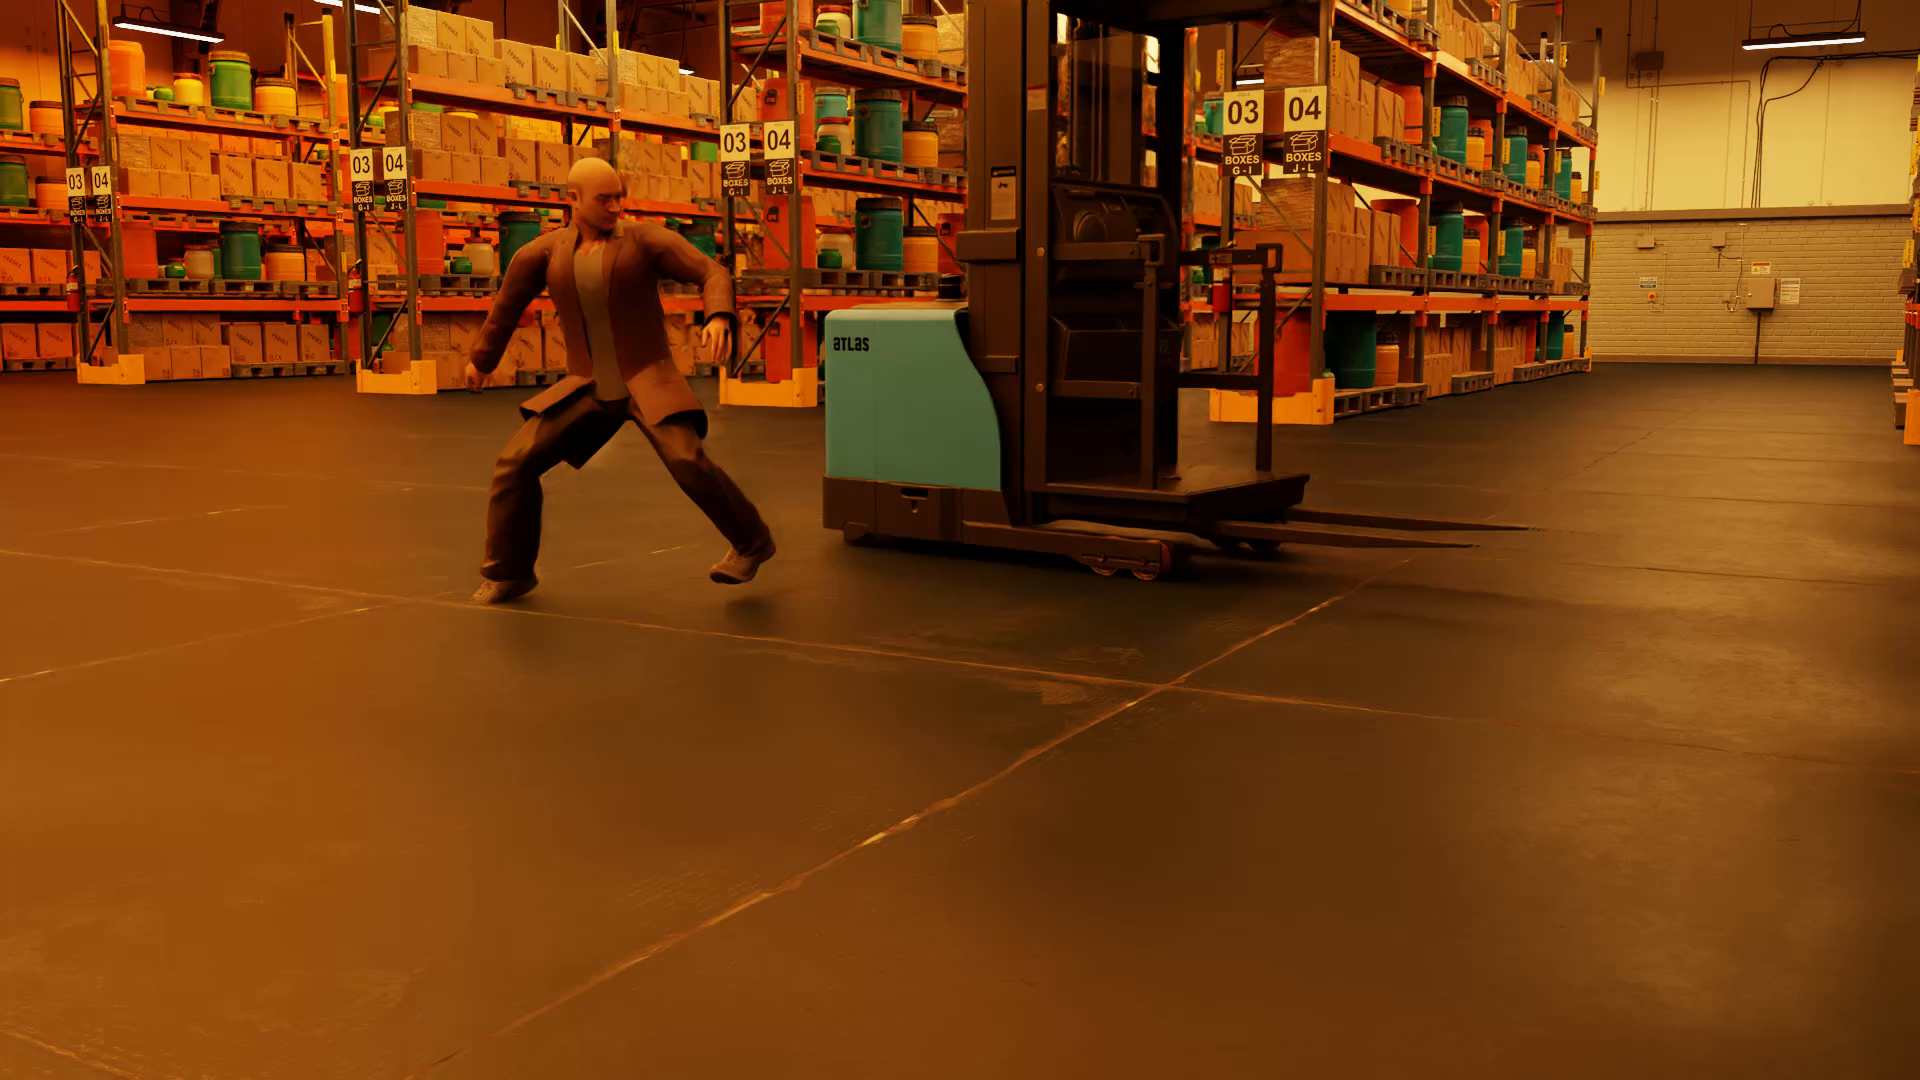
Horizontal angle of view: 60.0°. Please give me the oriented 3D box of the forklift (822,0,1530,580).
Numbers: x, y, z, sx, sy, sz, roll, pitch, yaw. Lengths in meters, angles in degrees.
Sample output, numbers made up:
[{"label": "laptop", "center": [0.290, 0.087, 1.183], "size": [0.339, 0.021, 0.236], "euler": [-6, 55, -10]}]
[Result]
[{"label": "forklift", "center": [0.842, -1.372, 7.033], "size": [3.031, 2.935, 1.130], "euler": [6, 10, 37]}]

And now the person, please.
[{"label": "person", "center": [-1.349, -0.540, 6.167], "size": [1.218, 1.702, 0.606], "euler": [2, 8, 12]}]
